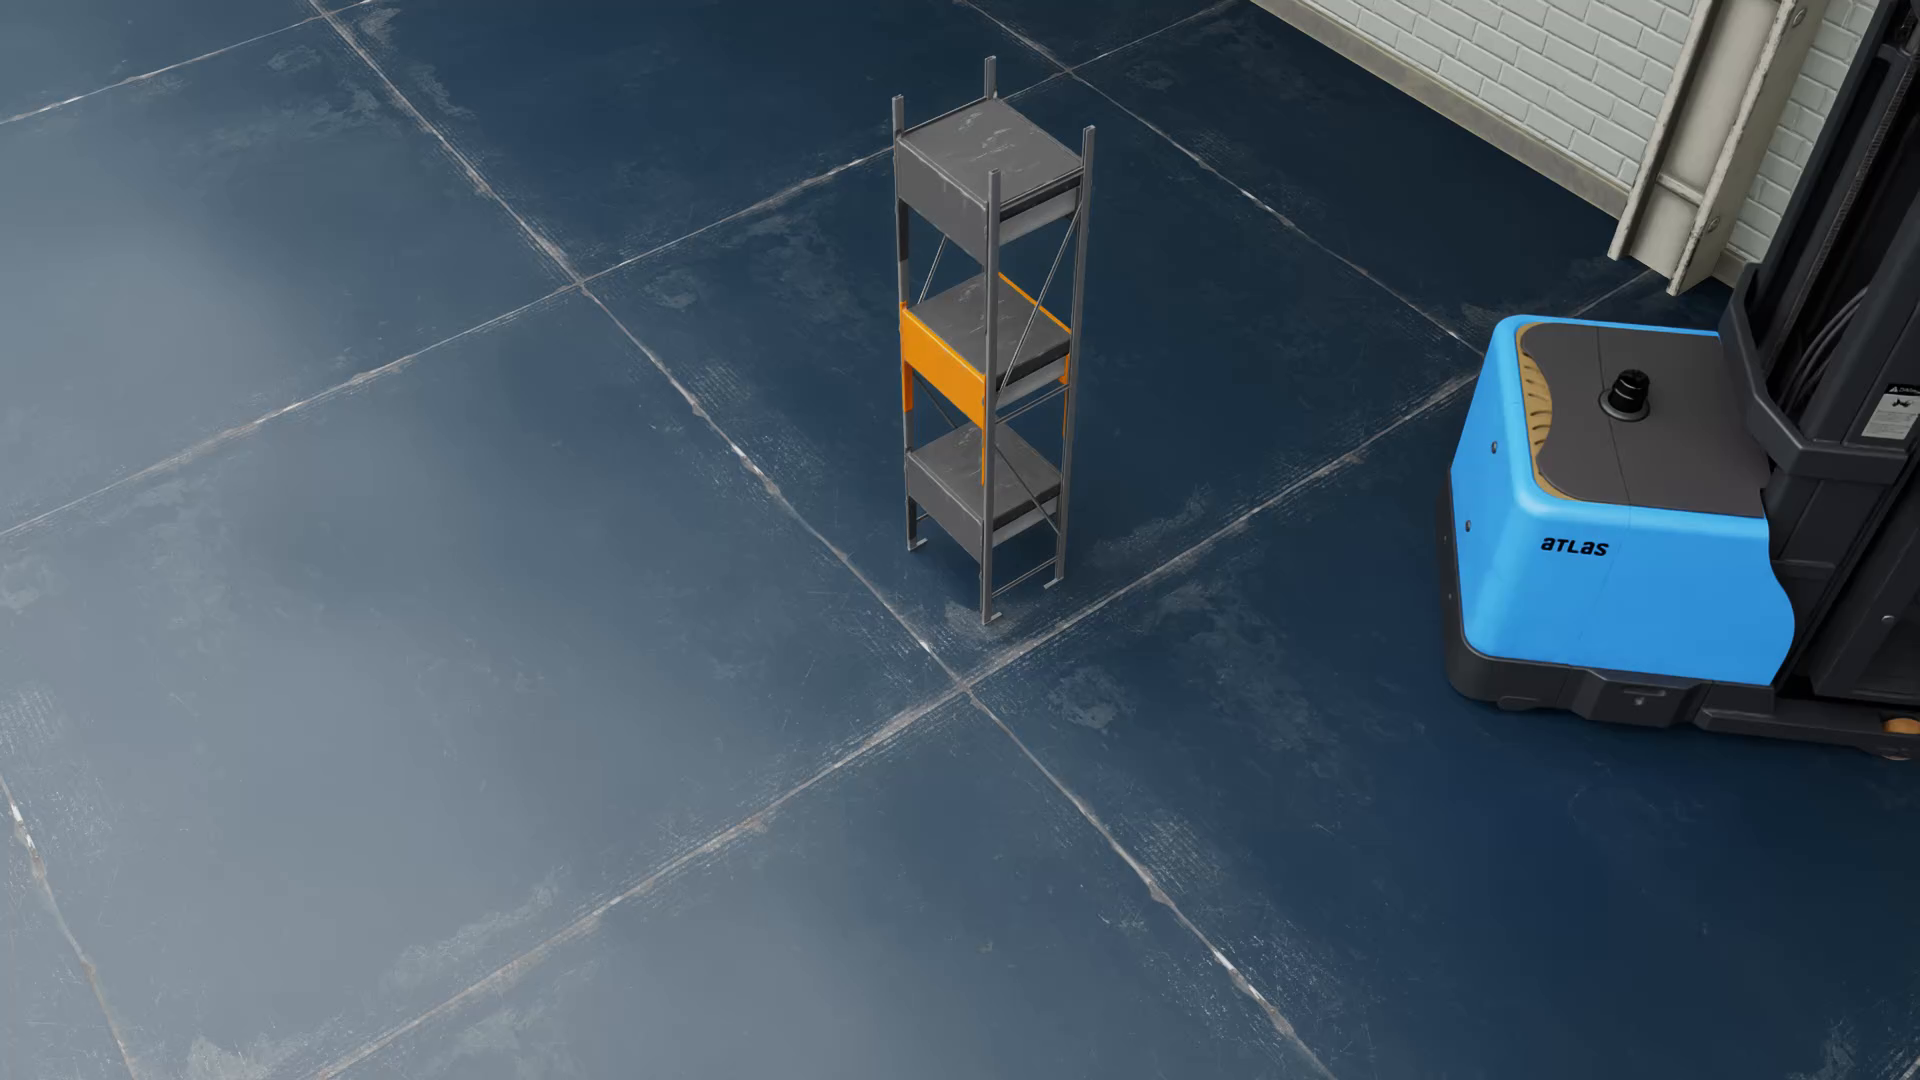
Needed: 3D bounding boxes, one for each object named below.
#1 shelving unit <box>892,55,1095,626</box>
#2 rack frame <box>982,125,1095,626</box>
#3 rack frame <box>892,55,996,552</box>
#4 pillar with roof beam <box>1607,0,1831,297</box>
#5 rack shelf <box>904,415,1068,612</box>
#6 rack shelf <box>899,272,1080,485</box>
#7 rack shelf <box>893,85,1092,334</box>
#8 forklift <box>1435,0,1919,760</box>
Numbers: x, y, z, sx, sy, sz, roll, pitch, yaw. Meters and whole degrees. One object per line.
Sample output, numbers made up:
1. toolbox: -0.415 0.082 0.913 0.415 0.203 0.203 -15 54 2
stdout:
1. shelving unit: 0.100 -0.608 5.882 0.431 2.100 0.503 -29 54 -24
2. rack frame: 0.248 -0.464 5.752 0.400 2.100 0.015 -29 54 -24
3. rack frame: -0.048 -0.751 6.013 0.400 2.100 0.015 -29 54 -24
4. pillar with roof beam: -0.078 -2.413 2.862 9.100 9.000 0.400 -29 54 -24
5. rack shelf: 0.100 -0.128 6.411 0.431 0.518 0.480 -29 54 -24
6. rack shelf: 0.100 -0.598 5.893 0.431 0.518 0.480 -29 54 -24
7. rack shelf: 0.100 -1.069 5.374 0.431 0.518 0.480 -29 54 -24
8. forklift: 3.372 -0.591 5.306 3.031 2.935 1.130 6 48 5
